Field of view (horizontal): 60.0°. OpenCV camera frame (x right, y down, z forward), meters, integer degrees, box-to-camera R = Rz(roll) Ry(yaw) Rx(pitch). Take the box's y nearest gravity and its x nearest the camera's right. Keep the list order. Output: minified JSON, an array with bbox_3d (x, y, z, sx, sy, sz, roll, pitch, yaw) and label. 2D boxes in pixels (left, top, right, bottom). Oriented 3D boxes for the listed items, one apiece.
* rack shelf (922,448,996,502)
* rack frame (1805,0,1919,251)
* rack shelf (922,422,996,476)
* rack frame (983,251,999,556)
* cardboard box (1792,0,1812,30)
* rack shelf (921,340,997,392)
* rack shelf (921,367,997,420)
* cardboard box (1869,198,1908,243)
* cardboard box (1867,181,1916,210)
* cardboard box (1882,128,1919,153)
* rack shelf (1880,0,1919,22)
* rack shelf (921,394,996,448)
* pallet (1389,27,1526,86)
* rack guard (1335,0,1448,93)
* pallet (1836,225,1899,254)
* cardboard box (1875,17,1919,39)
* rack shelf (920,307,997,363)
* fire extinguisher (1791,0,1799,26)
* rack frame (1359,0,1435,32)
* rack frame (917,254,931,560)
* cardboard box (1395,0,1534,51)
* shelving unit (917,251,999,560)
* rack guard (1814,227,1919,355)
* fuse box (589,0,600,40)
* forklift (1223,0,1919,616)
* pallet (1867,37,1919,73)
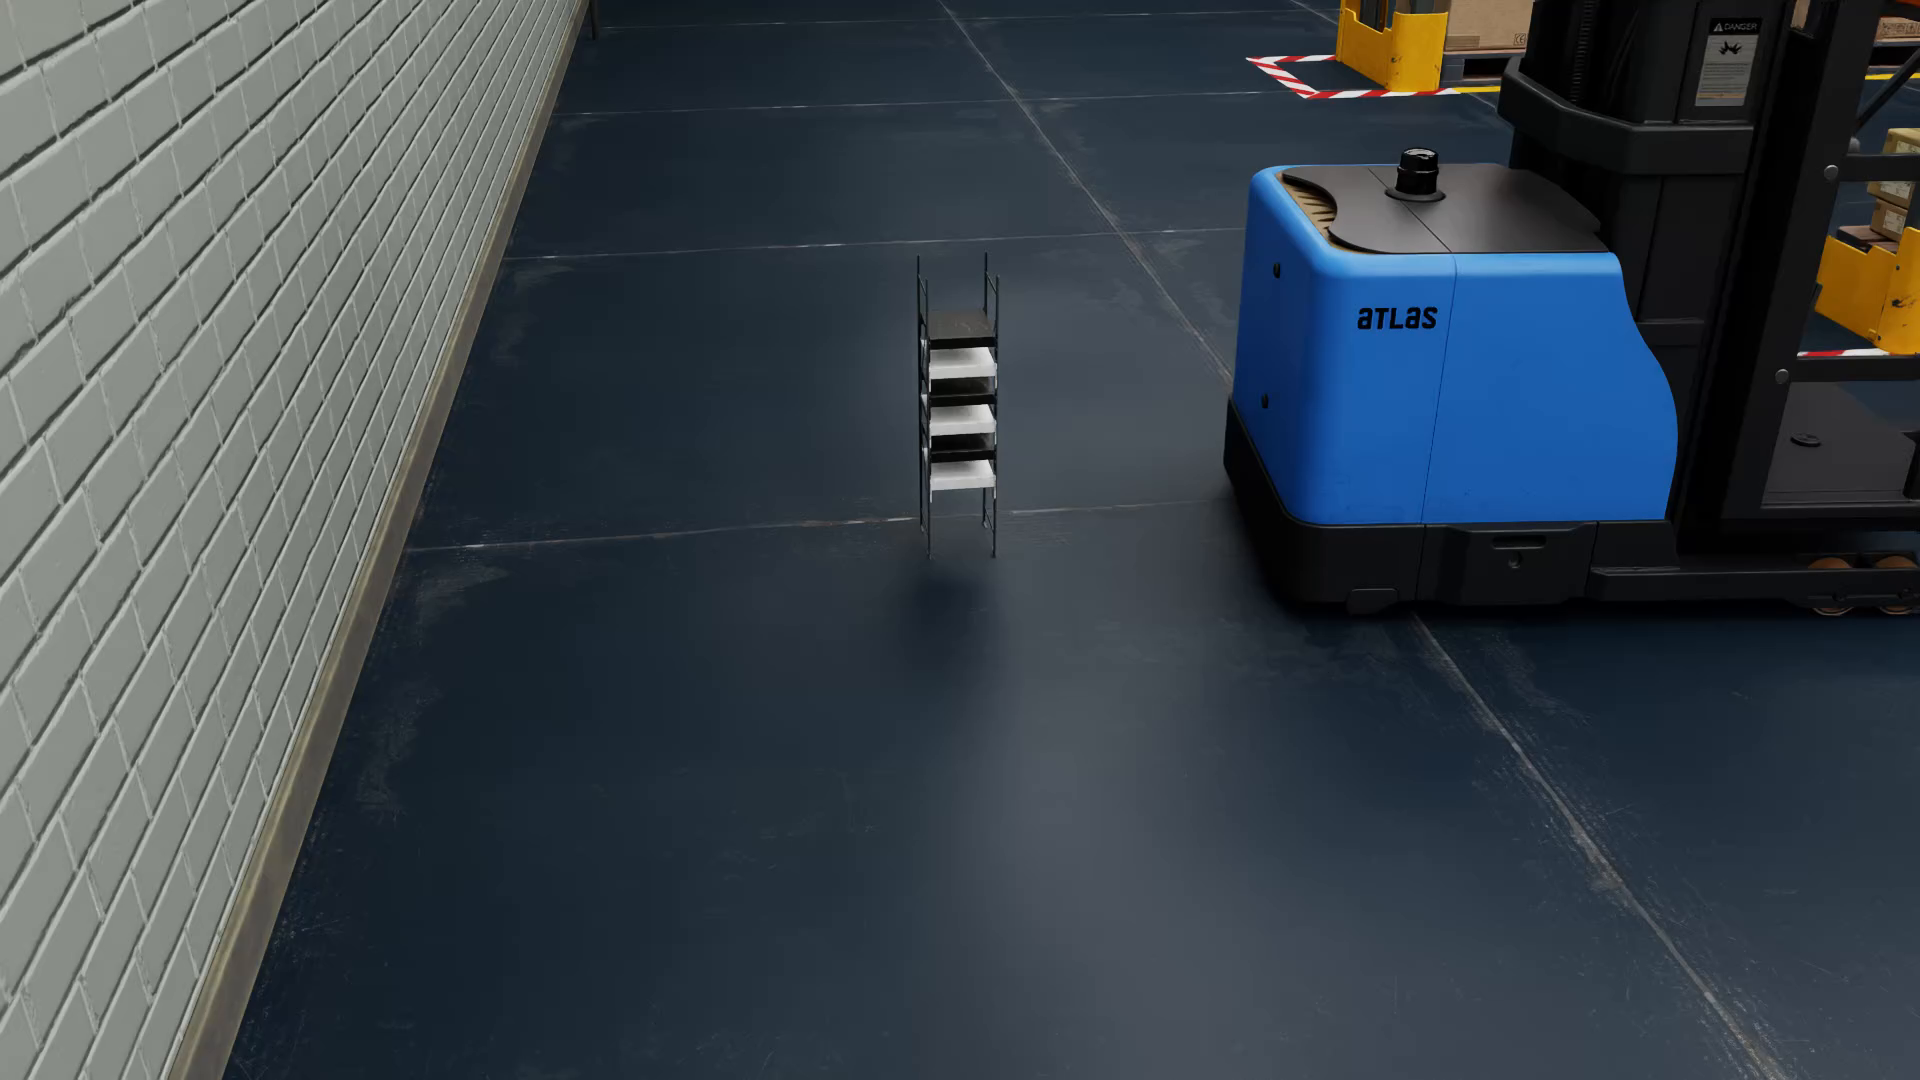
[{"bbox_3d":[-0.008,-0.210,5.141,0.200,0.077,0.258,-4,27,-7],"label":"rack shelf"},{"bbox_3d":[3.768,-2.347,6.539,0.127,3.000,1.000,-4,27,-7],"label":"rack frame"},{"bbox_3d":[-0.008,-0.290,5.100,0.200,0.077,0.258,-4,27,-7],"label":"rack shelf"},{"bbox_3d":[0.093,-0.406,5.056,0.006,0.900,0.240,-4,27,-7],"label":"rack frame"},{"bbox_3d":[5.416,-3.831,11.777,0.875,0.438,0.875,-4,27,-9],"label":"cardboard box"},{"bbox_3d":[-0.008,-0.530,4.977,0.200,0.077,0.258,-4,27,-7],"label":"rack shelf"},{"bbox_3d":[-0.008,-0.450,5.018,0.200,0.077,0.258,-4,27,-7],"label":"rack shelf"},{"bbox_3d":[4.260,-1.393,7.342,0.250,0.149,0.380,-3,27,-6],"label":"cardboard box"},{"bbox_3d":[4.250,-1.560,7.342,0.250,0.149,0.380,-4,27,-8],"label":"cardboard box"},{"bbox_3d":[4.257,-1.678,7.247,0.250,0.149,0.380,-3,27,-7],"label":"cardboard box"},{"bbox_3d":[5.748,-2.154,6.951,4.000,0.370,1.077,-4,27,-7],"label":"rack shelf"},{"bbox_3d":[-0.008,-0.370,5.059,0.200,0.077,0.258,-4,27,-7],"label":"rack shelf"},{"bbox_3d":[3.759,-3.424,11.692,1.213,0.211,1.003,-4,27,-7],"label":"pallet"},{"bbox_3d":[2.954,-3.465,11.455,0.348,0.500,1.175,-4,27,-7],"label":"rack guard"},{"bbox_3d":[4.652,-1.147,7.254,1.213,0.211,1.003,-4,27,-7],"label":"pallet"},{"bbox_3d":[6.302,-3.888,11.889,0.875,0.438,0.875,-4,27,-8],"label":"cardboard box"},{"bbox_3d":[-0.008,-0.610,4.936,0.200,0.077,0.258,-4,27,-7],"label":"rack shelf"},{"bbox_3d":[3.454,-2.339,7.017,0.183,0.674,0.296,-4,27,-7],"label":"fire extinguisher"},{"bbox_3d":[2.978,-4.578,10.887,0.127,3.000,1.000,-4,27,-7],"label":"rack frame"},{"bbox_3d":[-0.109,-0.393,5.031,0.006,0.900,0.240,-4,27,-7],"label":"rack frame"},{"bbox_3d":[3.618,-3.712,11.546,0.875,0.438,0.875,-5,28,-9],"label":"cardboard box"},{"bbox_3d":[-0.008,-0.400,5.044,0.210,0.900,0.258,-4,27,-7],"label":"shelving unit"},{"bbox_3d":[3.843,-1.240,7.119,0.348,0.500,1.175,-4,27,-7],"label":"rack guard"},{"bbox_3d":[-2.751,-4.595,12.331,0.414,1.711,0.539,-4,27,-7],"label":"fuse box"},{"bbox_3d":[2.415,-1.326,4.623,3.031,2.935,1.130,-1,27,-2],"label":"forklift"},{"bbox_3d":[6.175,-3.579,11.994,1.213,0.211,1.003,-4,27,-7],"label":"pallet"}]
